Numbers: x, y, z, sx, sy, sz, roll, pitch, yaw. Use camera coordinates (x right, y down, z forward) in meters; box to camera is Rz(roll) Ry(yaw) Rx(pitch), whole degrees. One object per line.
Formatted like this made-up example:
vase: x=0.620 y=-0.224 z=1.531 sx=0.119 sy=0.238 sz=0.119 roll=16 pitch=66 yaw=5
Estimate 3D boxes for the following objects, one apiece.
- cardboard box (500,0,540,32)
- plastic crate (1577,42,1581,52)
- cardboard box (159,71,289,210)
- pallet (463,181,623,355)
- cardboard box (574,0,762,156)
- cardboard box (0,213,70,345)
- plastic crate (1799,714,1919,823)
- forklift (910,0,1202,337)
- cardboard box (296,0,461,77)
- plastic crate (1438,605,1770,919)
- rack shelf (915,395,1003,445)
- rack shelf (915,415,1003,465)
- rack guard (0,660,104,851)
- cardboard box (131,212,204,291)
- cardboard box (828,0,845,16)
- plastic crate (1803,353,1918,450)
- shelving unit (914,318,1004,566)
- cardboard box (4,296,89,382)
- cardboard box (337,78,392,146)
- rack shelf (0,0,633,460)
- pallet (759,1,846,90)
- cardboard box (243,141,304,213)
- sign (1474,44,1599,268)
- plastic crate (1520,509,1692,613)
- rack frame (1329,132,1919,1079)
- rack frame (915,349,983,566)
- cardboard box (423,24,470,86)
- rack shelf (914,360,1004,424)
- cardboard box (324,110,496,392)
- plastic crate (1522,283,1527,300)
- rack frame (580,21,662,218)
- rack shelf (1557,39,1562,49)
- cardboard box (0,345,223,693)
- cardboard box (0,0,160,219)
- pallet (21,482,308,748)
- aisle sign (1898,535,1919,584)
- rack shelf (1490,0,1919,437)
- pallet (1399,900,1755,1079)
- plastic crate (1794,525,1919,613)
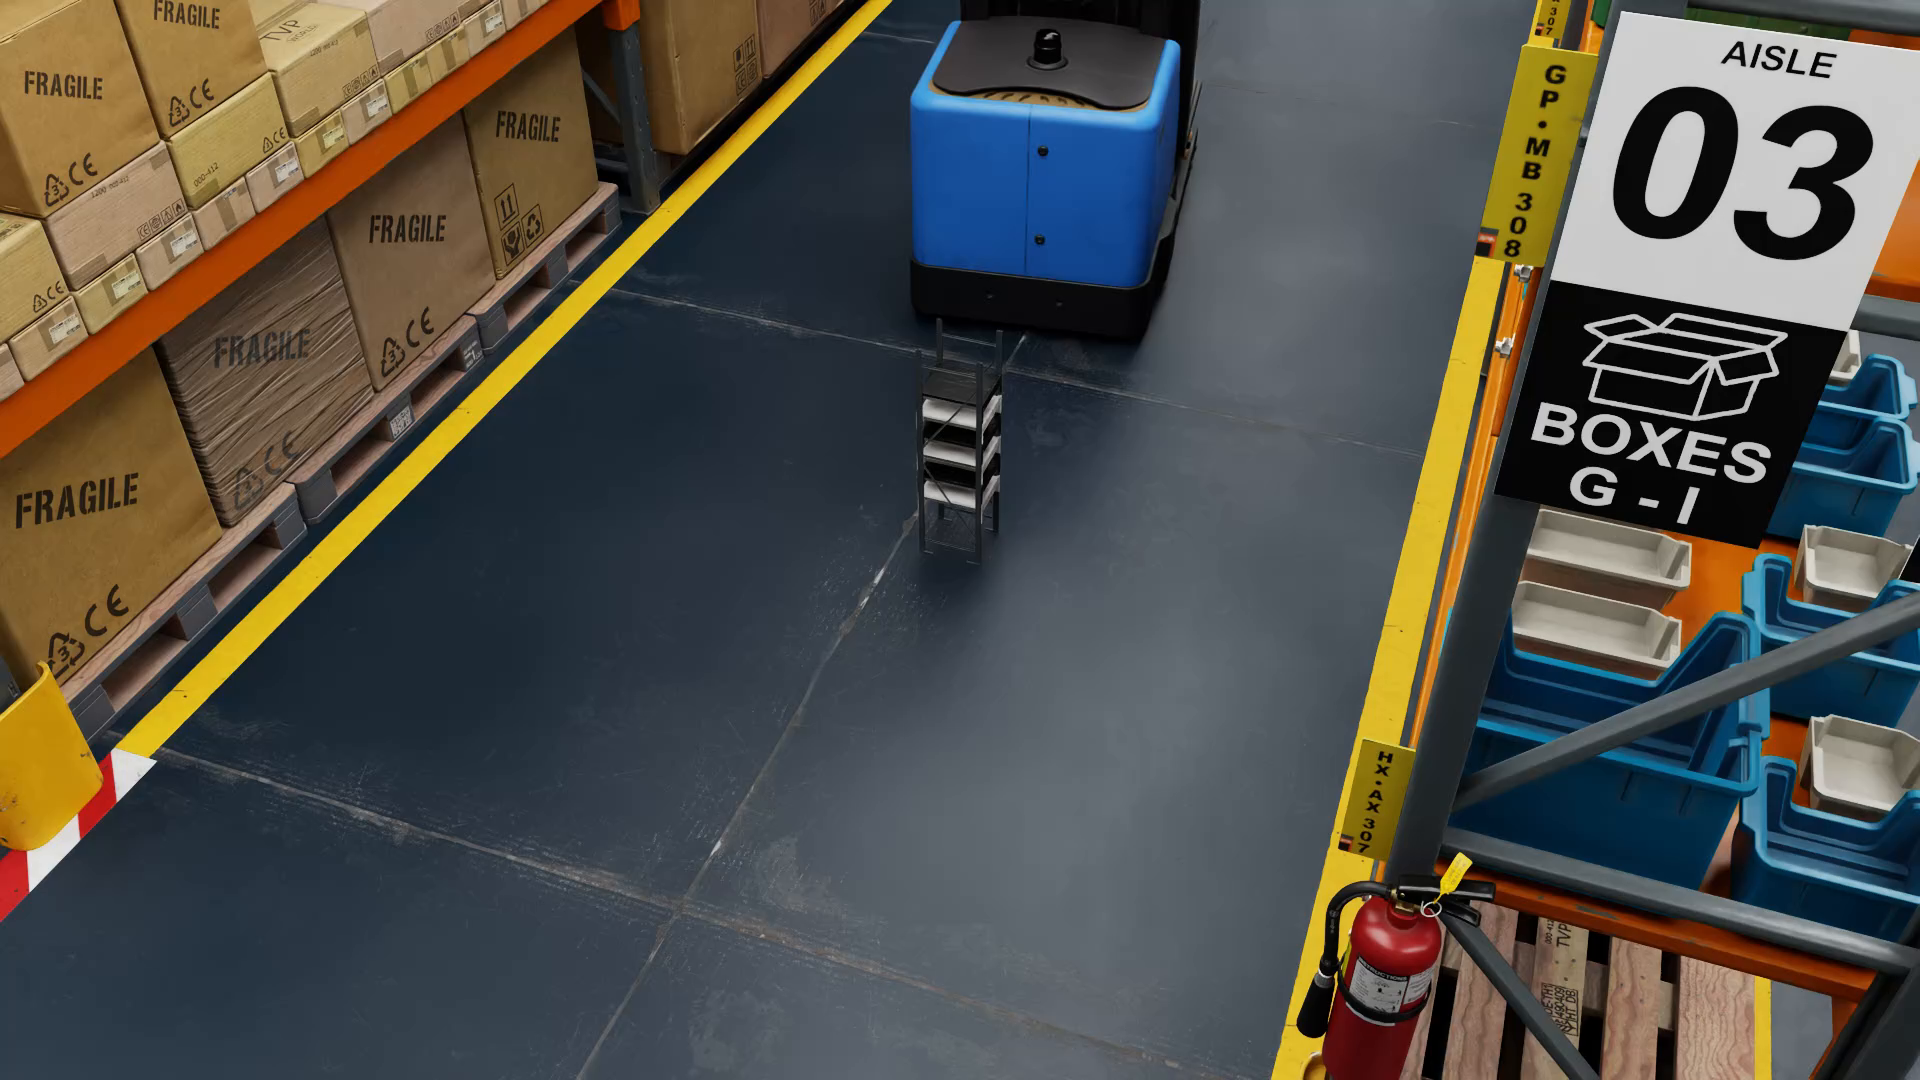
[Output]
cardboard box: x=-1.931 y=-2.190 z=6.700 sx=0.380 sy=0.149 sz=0.250 roll=13 pitch=42 yaw=14
plastic crate: x=2.154 y=-1.317 z=5.387 sx=0.402 sy=0.464 sz=0.583 roll=13 pitch=42 yaw=15
cardboard box: x=-2.562 y=-1.332 z=5.386 sx=0.500 sy=0.250 sz=0.500 roll=12 pitch=42 yaw=14
pallet: x=-2.293 y=-1.351 z=7.671 sx=1.003 sy=0.211 sz=1.213 roll=13 pitch=42 yaw=15
cardboard box: x=-1.759 y=-2.604 z=8.305 sx=1.225 sy=0.875 sz=0.875 roll=13 pitch=42 yaw=15
cardboard box: x=-2.909 y=-0.707 z=4.655 sx=0.500 sy=0.250 sz=0.500 roll=12 pitch=42 yaw=14
plastic crate: x=1.909 y=0.503 z=3.506 sx=0.250 sy=0.136 sz=0.298 roll=13 pitch=42 yaw=15
forklift: x=0.598 y=-2.955 z=7.455 sx=1.130 sy=2.935 sz=3.031 roll=8 pitch=41 yaw=9
cardboard box: x=-2.213 y=-1.959 z=6.122 sx=0.500 sy=0.250 sz=0.500 roll=14 pitch=42 yaw=16
plastic crate: x=1.266 y=0.399 z=3.398 sx=0.616 sy=0.435 sz=0.499 roll=13 pitch=42 yaw=15
rack shelf: x=-0.003 y=-0.449 z=5.857 sx=0.258 sy=0.077 sz=0.200 roll=13 pitch=42 yaw=15
rack shelf: x=-0.003 y=-0.380 z=5.915 sx=0.258 sy=0.077 sz=0.200 roll=13 pitch=42 yaw=15
rack guard: x=-3.335 y=0.547 z=5.224 sx=1.175 sy=0.500 sz=0.348 roll=13 pitch=42 yaw=15
cardboard box: x=-2.634 y=-0.939 z=5.233 sx=0.380 sy=0.149 sz=0.250 roll=13 pitch=42 yaw=14
cardboard box: x=-1.159 y=-3.691 z=9.579 sx=1.225 sy=0.875 sz=0.875 roll=13 pitch=42 yaw=15
plastic crate: x=2.274 y=-0.342 z=4.423 sx=0.416 sy=0.233 sz=0.300 roll=13 pitch=42 yaw=15
shelving unit: x=-0.003 y=-0.337 z=5.952 sx=0.258 sy=0.900 sz=0.210 roll=13 pitch=42 yaw=15
cardboard box: x=-2.809 y=-0.623 z=4.863 sx=0.380 sy=0.149 sz=0.250 roll=13 pitch=42 yaw=14
cardboard box: x=-2.283 y=-1.565 z=5.967 sx=0.380 sy=0.149 sz=0.250 roll=14 pitch=42 yaw=16
rack shelf: x=-2.643 y=-1.365 z=6.093 sx=1.077 sy=0.370 sz=4.000 roll=13 pitch=42 yaw=15
pallet: x=-1.351 y=-3.031 z=9.640 sx=1.003 sy=0.211 sz=1.213 roll=13 pitch=42 yaw=15
cardboard box: x=-2.458 y=-1.251 z=5.599 sx=0.380 sy=0.149 sz=0.250 roll=13 pitch=42 yaw=15
sign: x=0.805 y=-0.533 z=2.333 sx=0.100 sy=0.325 sz=0.005 roll=13 pitch=42 yaw=15
plastic crate: x=1.549 y=0.047 z=4.041 sx=0.396 sy=0.136 sz=0.243 roll=13 pitch=42 yaw=15
rack frame: x=1.327 y=0.681 z=3.141 sx=1.000 sy=3.000 sz=0.127 roll=13 pitch=42 yaw=15
rack frame: x=-0.038 y=-0.275 z=5.879 sx=0.240 sy=0.900 sz=0.006 roll=13 pitch=42 yaw=15
cardboard box: x=-2.107 y=-1.876 z=6.332 sx=0.380 sy=0.149 sz=0.250 roll=14 pitch=42 yaw=16
rack shelf: x=-0.003 y=-0.517 z=5.799 sx=0.258 sy=0.077 sz=0.200 roll=13 pitch=42 yaw=15
cardboard box: x=-2.568 y=-1.276 z=6.748 sx=0.875 sy=0.875 sz=0.875 roll=13 pitch=42 yaw=15
plastic crate: x=1.789 y=-0.588 z=4.711 sx=0.416 sy=0.233 sz=0.300 roll=13 pitch=42 yaw=15
rack frame: x=-1.959 y=-2.858 z=7.289 sx=1.000 sy=3.000 sz=0.127 roll=13 pitch=42 yaw=15
rack shelf: x=3.379 y=-2.705 z=7.664 sx=1.077 sy=0.370 sz=4.000 roll=13 pitch=42 yaw=15
cardboard box: x=-3.183 y=-0.178 z=5.461 sx=0.875 sy=0.875 sz=0.875 roll=13 pitch=42 yaw=15
cardboard box: x=-2.738 y=-1.298 z=4.769 sx=0.500 sy=0.500 sz=0.500 roll=12 pitch=42 yaw=14
pallet: x=-3.127 y=0.137 z=5.927 sx=1.003 sy=0.211 sz=1.213 roll=13 pitch=42 yaw=15
aisle sign: x=1.582 y=-0.198 z=2.169 sx=0.394 sy=0.787 sz=0.004 roll=13 pitch=42 yaw=15
rack shelf: x=2.011 y=-1.407 z=3.831 sx=1.077 sy=0.370 sz=4.000 roll=13 pitch=42 yaw=15
pallet: x=1.646 y=1.247 z=4.626 sx=1.003 sy=0.211 sz=1.213 roll=13 pitch=42 yaw=15
plastic crate: x=2.141 y=0.090 z=3.991 sx=0.250 sy=0.136 sz=0.298 roll=13 pitch=42 yaw=15
